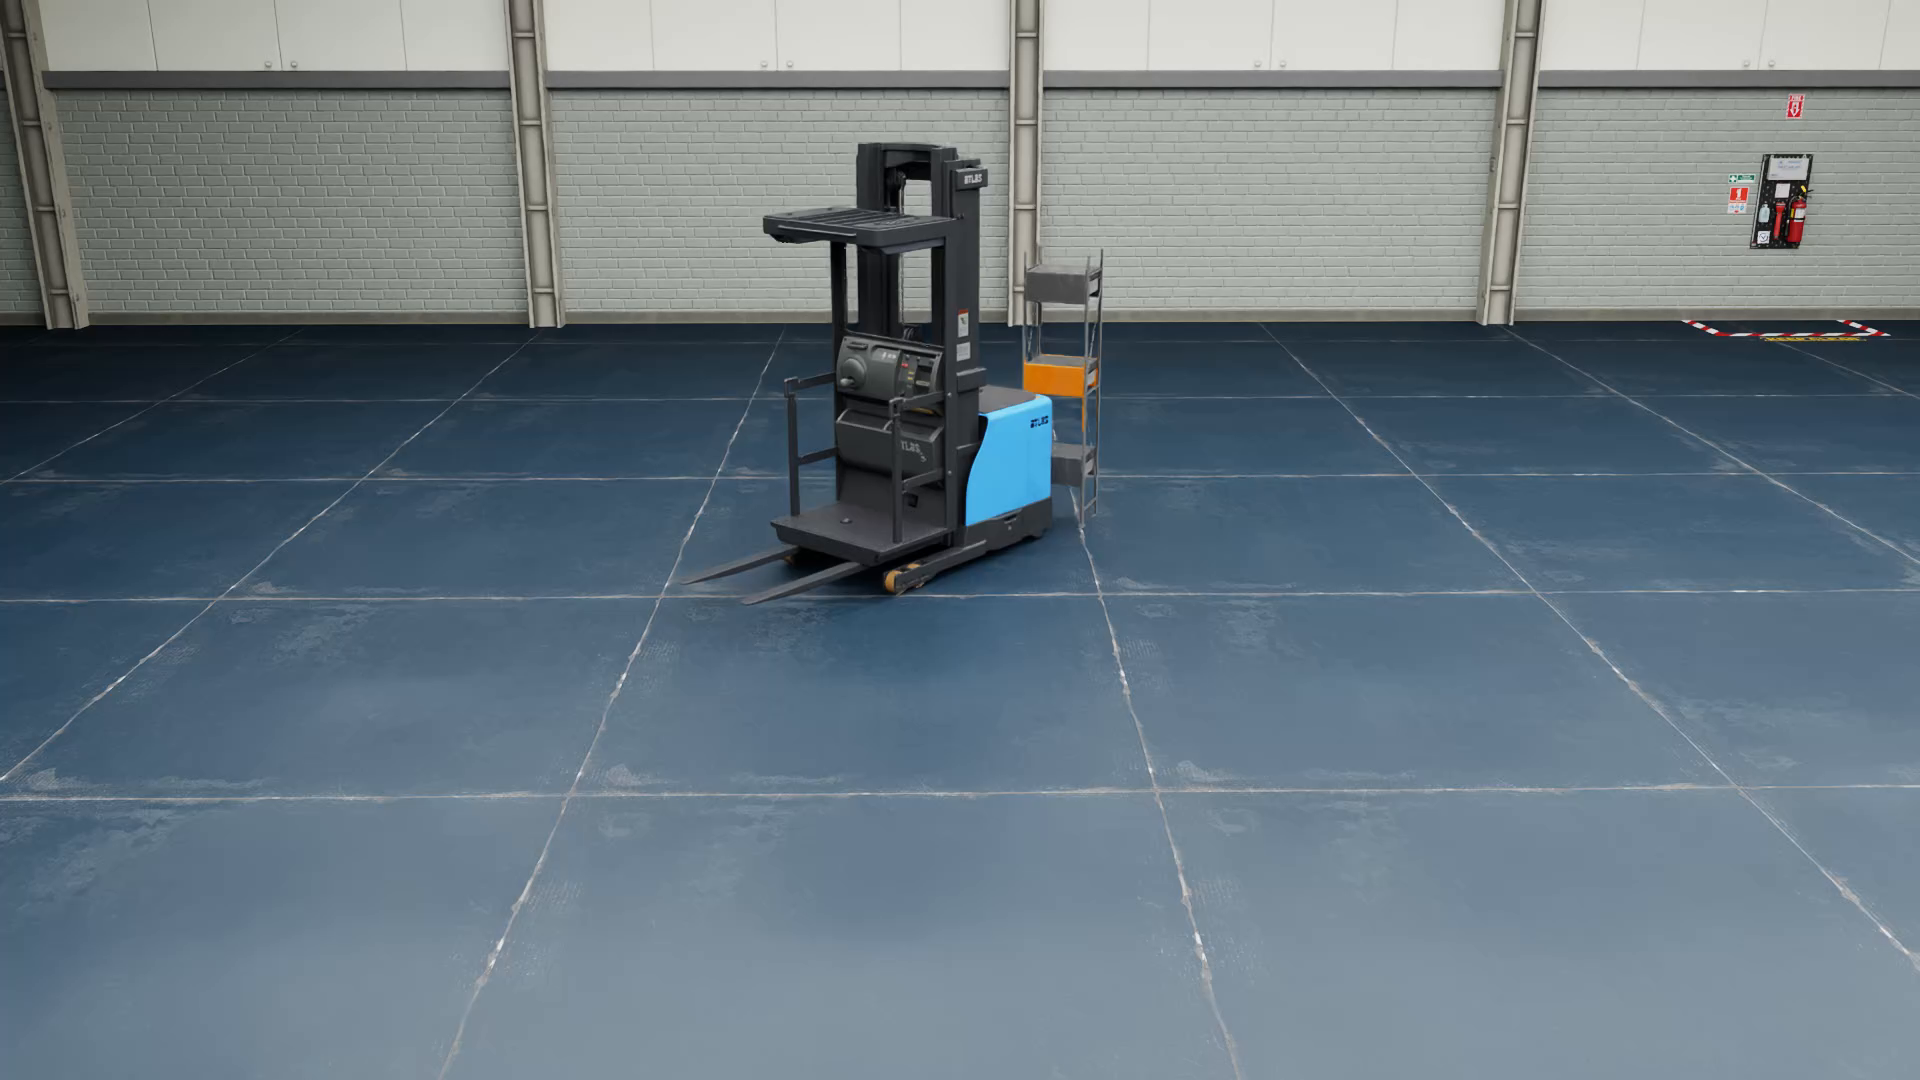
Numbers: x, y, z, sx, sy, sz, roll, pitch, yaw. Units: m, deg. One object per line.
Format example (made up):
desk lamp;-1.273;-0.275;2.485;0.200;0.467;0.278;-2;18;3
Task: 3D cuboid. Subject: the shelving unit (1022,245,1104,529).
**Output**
shelving unit;0.777;-1.166;12.745;0.503;2.100;0.431;6;19;19

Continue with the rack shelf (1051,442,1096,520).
rack shelf;0.777;-0.486;12.963;0.480;0.518;0.431;6;19;19

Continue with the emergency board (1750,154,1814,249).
emergency board;10.327;-4.222;20.799;0.643;1.169;0.194;0;18;-1

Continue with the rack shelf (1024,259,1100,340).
rack shelf;0.777;-1.820;12.535;0.480;0.518;0.431;6;19;19

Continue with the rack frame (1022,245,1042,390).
rack frame;0.548;-1.192;12.826;0.015;2.100;0.400;6;19;19

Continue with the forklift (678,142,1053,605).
forklift;-0.633;-1.194;11.471;1.130;2.935;3.031;14;23;38

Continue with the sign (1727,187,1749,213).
sign;9.772;-4.268;20.883;0.234;0.329;0.001;0;18;-1

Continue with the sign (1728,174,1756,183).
sign;9.777;-4.518;20.794;0.331;0.109;0.001;0;18;-1

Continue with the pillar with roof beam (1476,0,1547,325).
pillar with roof beam;6.867;-5.735;15.695;0.400;9.000;9.100;0;18;-1

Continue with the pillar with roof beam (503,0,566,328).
pillar with roof beam;-5.131;-5.678;15.514;0.400;9.000;9.100;0;18;-1

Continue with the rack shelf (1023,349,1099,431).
rack shelf;0.777;-1.153;12.749;0.480;0.518;0.431;6;19;19

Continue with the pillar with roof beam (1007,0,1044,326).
pillar with roof beam;0.868;-5.706;15.604;0.400;9.000;9.100;0;18;-1

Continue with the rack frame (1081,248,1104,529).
rack frame;1.006;-1.140;12.664;0.015;2.100;0.400;6;19;19

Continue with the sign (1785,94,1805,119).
sign;10.317;-5.356;20.540;0.199;0.298;0.001;0;18;-1

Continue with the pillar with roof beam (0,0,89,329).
pillar with roof beam;-11.131;-5.649;15.424;0.400;9.000;9.100;0;18;-1

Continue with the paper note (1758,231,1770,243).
paper note;10.149;-3.823;20.997;0.142;0.148;0.016;0;18;-1
